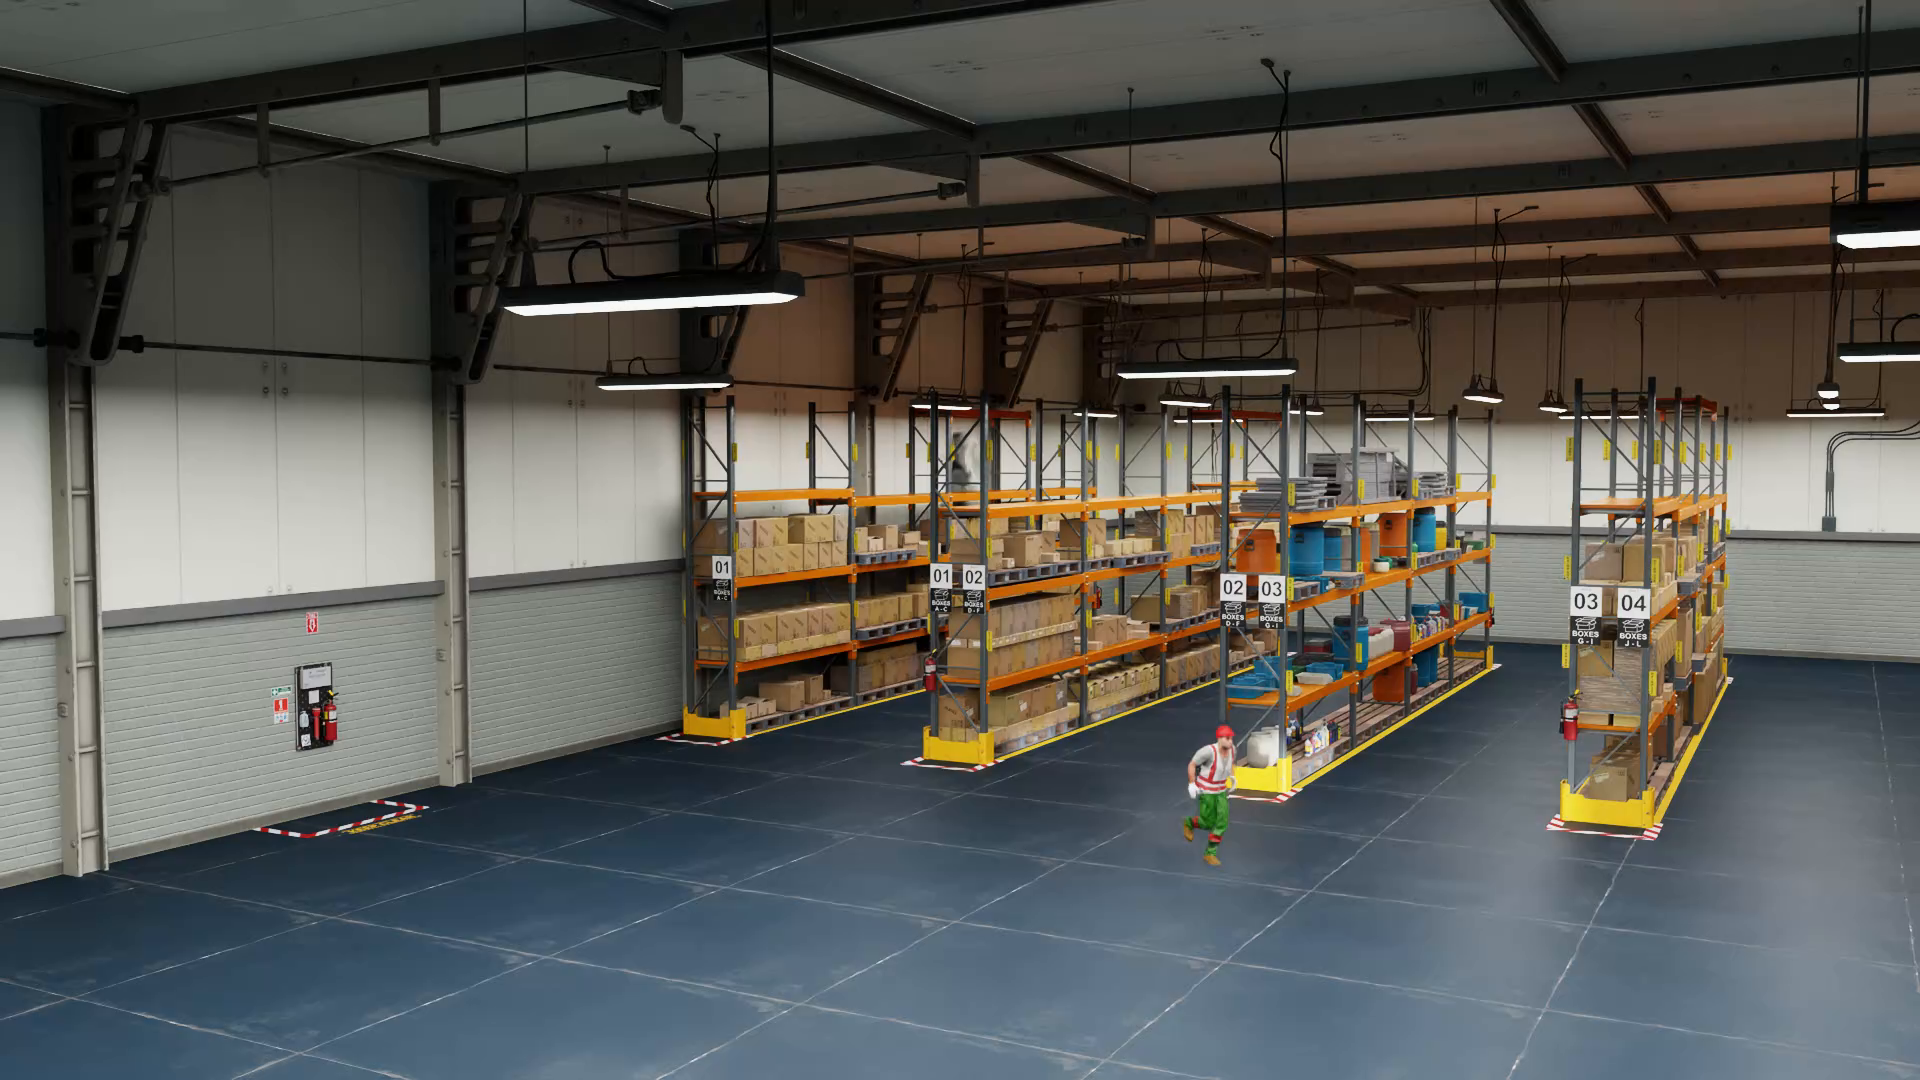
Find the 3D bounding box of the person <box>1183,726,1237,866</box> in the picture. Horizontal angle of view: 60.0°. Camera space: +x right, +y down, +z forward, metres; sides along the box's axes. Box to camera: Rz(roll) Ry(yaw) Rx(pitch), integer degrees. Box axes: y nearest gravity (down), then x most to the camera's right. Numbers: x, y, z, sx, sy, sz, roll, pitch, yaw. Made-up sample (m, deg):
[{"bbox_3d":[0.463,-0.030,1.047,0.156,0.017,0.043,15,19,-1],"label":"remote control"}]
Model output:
[{"bbox_3d":[3.063,3.093,20.388,0.656,1.719,0.867,-2,4,-36],"label":"person"}]
